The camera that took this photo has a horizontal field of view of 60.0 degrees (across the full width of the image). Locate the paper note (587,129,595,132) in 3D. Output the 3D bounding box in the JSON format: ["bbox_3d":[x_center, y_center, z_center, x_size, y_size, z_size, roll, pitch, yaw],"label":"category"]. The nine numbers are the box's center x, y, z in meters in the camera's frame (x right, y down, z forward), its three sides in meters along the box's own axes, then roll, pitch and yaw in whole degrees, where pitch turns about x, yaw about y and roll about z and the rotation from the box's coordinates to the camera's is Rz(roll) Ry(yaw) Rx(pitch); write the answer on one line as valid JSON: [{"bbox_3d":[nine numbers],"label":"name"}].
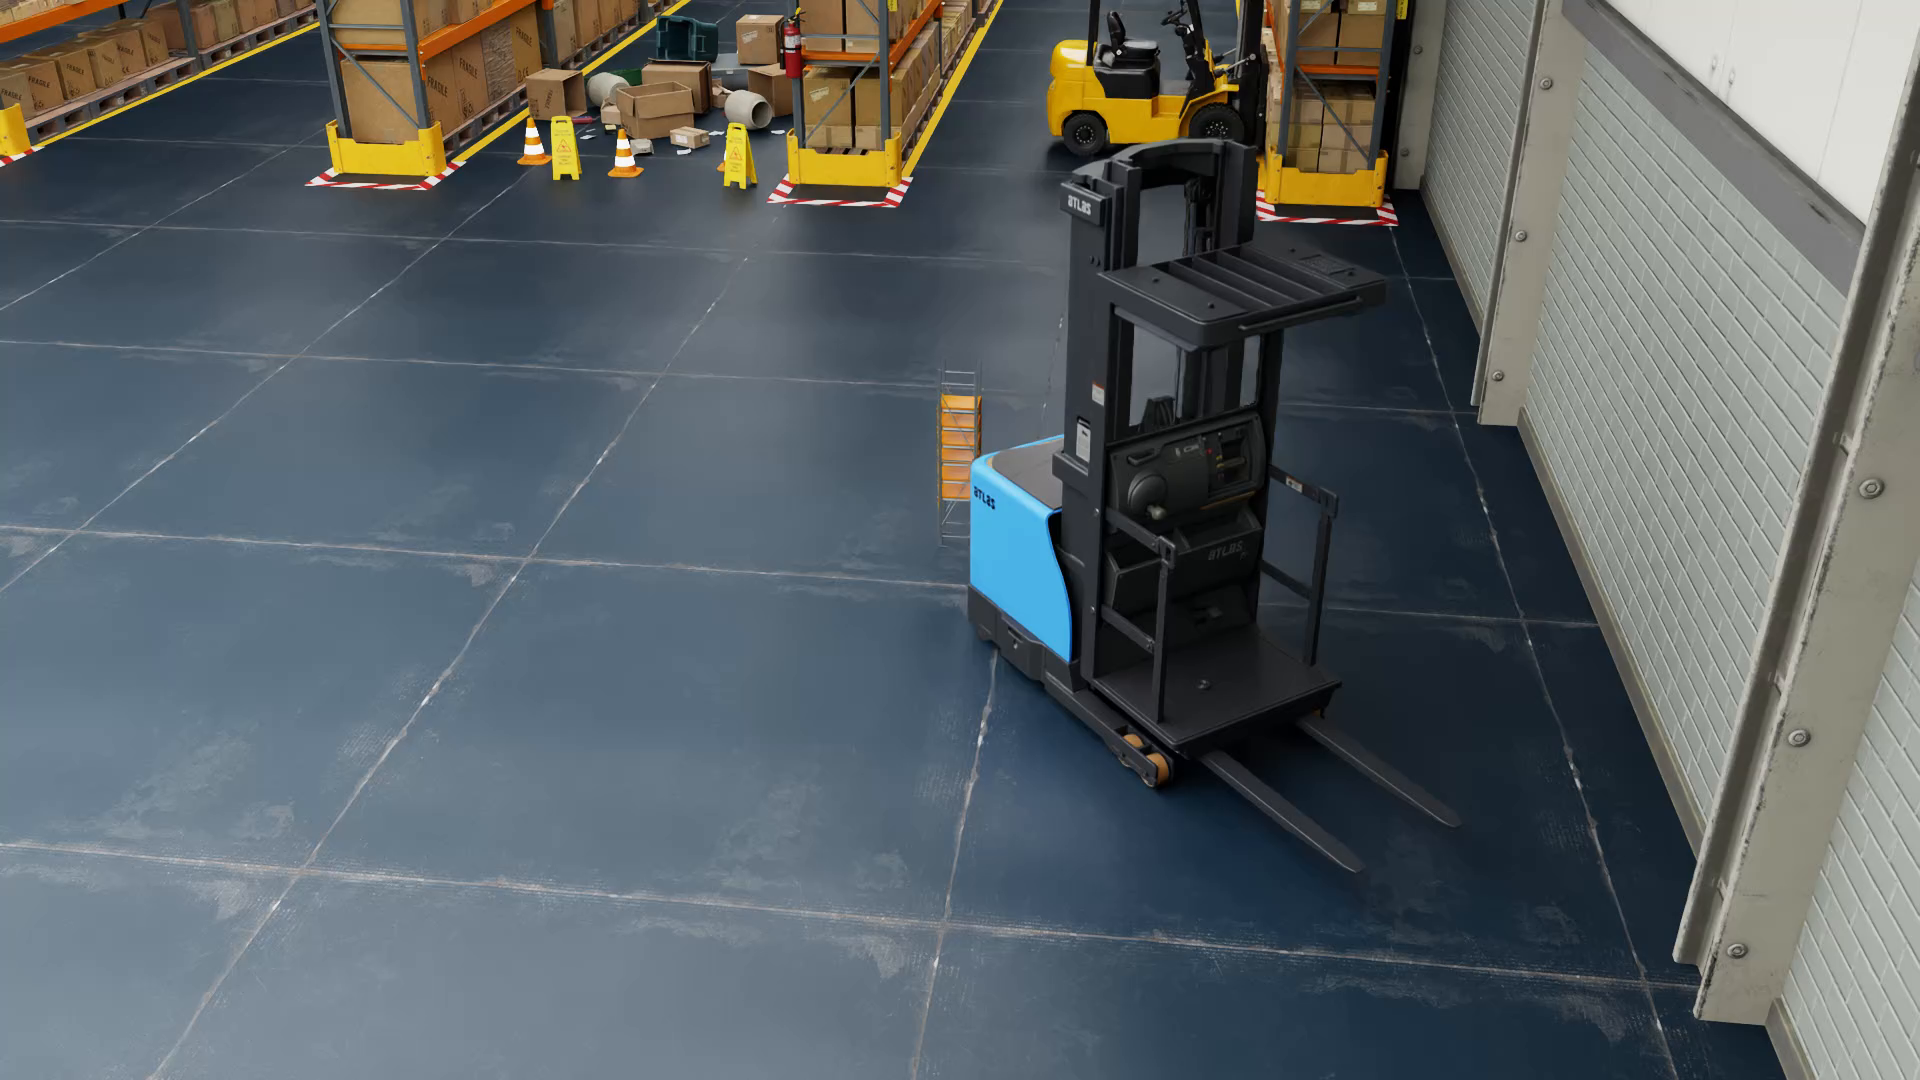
[{"bbox_3d":[-4.310,-4.782,19.407,0.032,0.001,0.123,20,34,32],"label":"paper note"}]

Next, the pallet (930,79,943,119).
[{"bbox_3d":[-0.776,-5.422,20.384,1.003,0.211,1.213,3,28,6],"label":"pallet"}]

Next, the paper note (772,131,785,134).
[{"bbox_3d":[-2.111,-4.744,19.315,0.142,0.019,0.148,-6,29,-11],"label":"paper note"}]

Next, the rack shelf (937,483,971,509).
[{"bbox_3d":[-0.002,-0.271,10.380,0.258,0.103,0.180,3,28,6],"label":"rack shelf"}]

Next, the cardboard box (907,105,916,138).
[{"bbox_3d":[-0.775,-4.663,18.491,0.500,0.250,0.500,4,29,8],"label":"cardboard box"}]

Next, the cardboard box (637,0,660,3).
[{"bbox_3d":[-4.824,-8.494,25.338,0.500,0.500,0.500,2,28,4],"label":"cardboard box"}]

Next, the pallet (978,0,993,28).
[{"bbox_3d":[-0.067,-7.990,25.151,1.003,0.211,1.213,3,28,6],"label":"pallet"}]

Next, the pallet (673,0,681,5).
[{"bbox_3d":[-4.914,-8.804,26.661,1.003,0.211,1.213,3,28,6],"label":"pallet"}]

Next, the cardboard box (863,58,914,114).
[{"bbox_3d":[-0.783,-5.011,18.347,0.500,0.500,0.500,2,28,4],"label":"cardboard box"}]

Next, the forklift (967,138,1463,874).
[{"bbox_3d":[1.242,-0.318,8.042,1.130,2.935,3.031,-16,32,-27],"label":"forklift"}]

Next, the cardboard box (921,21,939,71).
[{"bbox_3d":[-0.535,-5.979,20.143,0.500,0.500,0.500,3,28,5],"label":"cardboard box"}]

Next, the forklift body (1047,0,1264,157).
[{"bbox_3d":[2.130,-5.424,18.342,2.313,2.155,1.214,3,28,6],"label":"forklift body"}]

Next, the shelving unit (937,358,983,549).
[{"bbox_3d":[-0.002,-0.521,10.245,0.258,1.200,0.189,3,28,6],"label":"shelving unit"}]

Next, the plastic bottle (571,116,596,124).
[{"bbox_3d":[-4.462,-4.984,19.730,0.283,0.061,0.133,-6,29,-11],"label":"plastic bottle"}]

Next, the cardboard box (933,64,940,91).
[{"bbox_3d":[-0.534,-5.649,20.321,0.500,0.250,0.500,5,29,9],"label":"cardboard box"}]

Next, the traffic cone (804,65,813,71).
[{"bbox_3d":[-1.966,-6.516,22.150,0.336,0.463,0.334,3,28,6],"label":"traffic cone"}]

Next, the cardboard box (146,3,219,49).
[{"bbox_3d":[-10.467,-6.925,22.405,0.700,0.500,0.500,1,28,2],"label":"cardboard box"}]

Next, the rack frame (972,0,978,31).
[{"bbox_3d":[-0.238,-8.851,23.809,1.000,3.000,0.127,3,28,6],"label":"rack frame"}]

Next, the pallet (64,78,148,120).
[{"bbox_3d":[-10.758,-5.422,20.385,1.003,0.211,1.213,3,28,6],"label":"pallet"}]

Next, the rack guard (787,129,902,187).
[{"bbox_3d":[-1.209,-4.021,17.478,1.175,0.500,0.348,3,28,6],"label":"rack guard"}]

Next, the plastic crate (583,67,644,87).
[{"bbox_3d":[-4.375,-5.838,21.119,0.450,0.188,0.662,9,28,37],"label":"plastic crate"}]

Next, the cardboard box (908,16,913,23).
[{"bbox_3d":[-0.732,-5.853,18.509,0.380,0.149,0.250,3,28,5],"label":"cardboard box"}]

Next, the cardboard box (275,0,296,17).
[{"bbox_3d":[-10.191,-7.942,24.293,0.700,0.500,0.500,1,28,2],"label":"cardboard box"}]

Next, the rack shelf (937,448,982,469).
[{"bbox_3d":[-0.002,-0.482,10.266,0.258,0.103,0.180,3,28,6],"label":"rack shelf"}]

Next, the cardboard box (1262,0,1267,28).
[{"bbox_3d":[4.444,-6.786,22.037,0.875,0.625,0.625,2,28,4],"label":"cardboard box"}]

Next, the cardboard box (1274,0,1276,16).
[{"bbox_3d":[3.776,-6.047,18.499,0.500,0.500,0.500,3,28,6],"label":"cardboard box"}]

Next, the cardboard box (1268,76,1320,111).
[{"bbox_3d":[3.512,-4.689,17.485,0.500,0.250,0.500,4,29,7],"label":"cardboard box"}]

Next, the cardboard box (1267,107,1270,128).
[{"bbox_3d":[3.530,-4.476,17.617,0.500,0.250,0.500,3,28,6],"label":"cardboard box"}]

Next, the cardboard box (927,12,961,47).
[{"bbox_3d":[-0.499,-6.909,22.532,0.950,0.372,0.625,4,29,8],"label":"cardboard box"}]

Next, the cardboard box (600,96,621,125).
[{"bbox_3d":[-4.036,-5.089,19.707,0.396,0.266,0.258,8,29,15],"label":"cardboard box"}]

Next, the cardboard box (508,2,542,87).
[{"bbox_3d":[-5.800,-6.166,20.622,0.875,0.875,0.875,4,29,7],"label":"cardboard box"}]

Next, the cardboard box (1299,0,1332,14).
[{"bbox_3d":[3.472,-5.308,16.442,0.380,0.149,0.250,4,29,7],"label":"cardboard box"}]

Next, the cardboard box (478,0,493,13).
[{"bbox_3d":[-5.880,-6.337,18.984,0.875,0.550,0.500,3,28,6],"label":"cardboard box"}]

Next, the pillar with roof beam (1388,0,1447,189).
[{"bbox_3d":[0.415,-7.965,15.839,9.100,9.000,0.400,3,28,6],"label":"pillar with roof beam"}]

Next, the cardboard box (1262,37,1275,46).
[{"bbox_3d":[3.755,-5.646,19.262,0.500,0.250,0.500,3,28,6],"label":"cardboard box"}]

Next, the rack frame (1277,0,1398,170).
[{"bbox_3d":[3.708,-4.799,16.287,1.000,3.000,0.127,3,28,6],"label":"rack frame"}]

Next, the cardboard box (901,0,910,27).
[{"bbox_3d":[-0.825,-5.711,17.561,0.500,0.500,0.500,4,29,8],"label":"cardboard box"}]

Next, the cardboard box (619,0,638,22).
[{"bbox_3d":[-5.328,-8.004,24.166,1.050,0.750,0.750,3,28,6],"label":"cardboard box"}]

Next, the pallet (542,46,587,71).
[{"bbox_3d":[-5.634,-6.348,22.103,1.003,0.211,1.213,3,28,6],"label":"pallet"}]

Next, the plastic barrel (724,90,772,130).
[{"bbox_3d":[-2.468,-5.011,19.398,0.421,0.421,0.512,-24,36,-37],"label":"plastic barrel"}]

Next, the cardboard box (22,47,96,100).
[{"bbox_3d":[-10.826,-5.616,19.996,0.500,0.500,0.500,6,29,11],"label":"cardboard box"}]

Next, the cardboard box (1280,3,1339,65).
[{"bbox_3d":[3.508,-5.090,16.721,0.500,0.500,0.500,3,28,5],"label":"cardboard box"}]

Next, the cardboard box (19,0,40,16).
[{"bbox_3d":[-10.677,-6.023,18.825,0.380,0.149,0.250,3,28,6],"label":"cardboard box"}]

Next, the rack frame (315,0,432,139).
[{"bbox_3d":[-6.144,-5.325,17.264,1.000,3.000,0.127,3,28,6],"label":"rack frame"}]

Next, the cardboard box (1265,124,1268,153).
[{"bbox_3d":[3.522,-4.246,17.717,0.500,0.250,0.500,3,28,6],"label":"cardboard box"}]

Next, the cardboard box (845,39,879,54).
[{"bbox_3d":[-0.972,-5.123,17.153,0.380,0.149,0.250,3,29,6],"label":"cardboard box"}]

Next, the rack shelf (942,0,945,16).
[{"bbox_3d":[-0.484,-7.593,22.232,1.077,0.370,4.000,3,28,6],"label":"rack shelf"}]

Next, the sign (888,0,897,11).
[{"bbox_3d":[-0.680,-5.435,16.555,0.100,0.325,0.005,3,28,6],"label":"sign"}]

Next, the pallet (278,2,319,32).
[{"bbox_3d":[-10.171,-7.832,24.856,1.003,0.211,1.213,3,28,6],"label":"pallet"}]

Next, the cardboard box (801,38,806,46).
[{"bbox_3d":[-1.464,-5.289,17.462,0.380,0.149,0.250,3,28,6],"label":"cardboard box"}]

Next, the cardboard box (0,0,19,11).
[{"bbox_3d":[-10.959,-6.094,18.271,0.875,0.500,0.500,3,28,6],"label":"cardboard box"}]

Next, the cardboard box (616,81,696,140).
[{"bbox_3d":[-3.516,-4.960,19.219,0.797,0.503,0.637,-17,33,-29],"label":"cardboard box"}]
